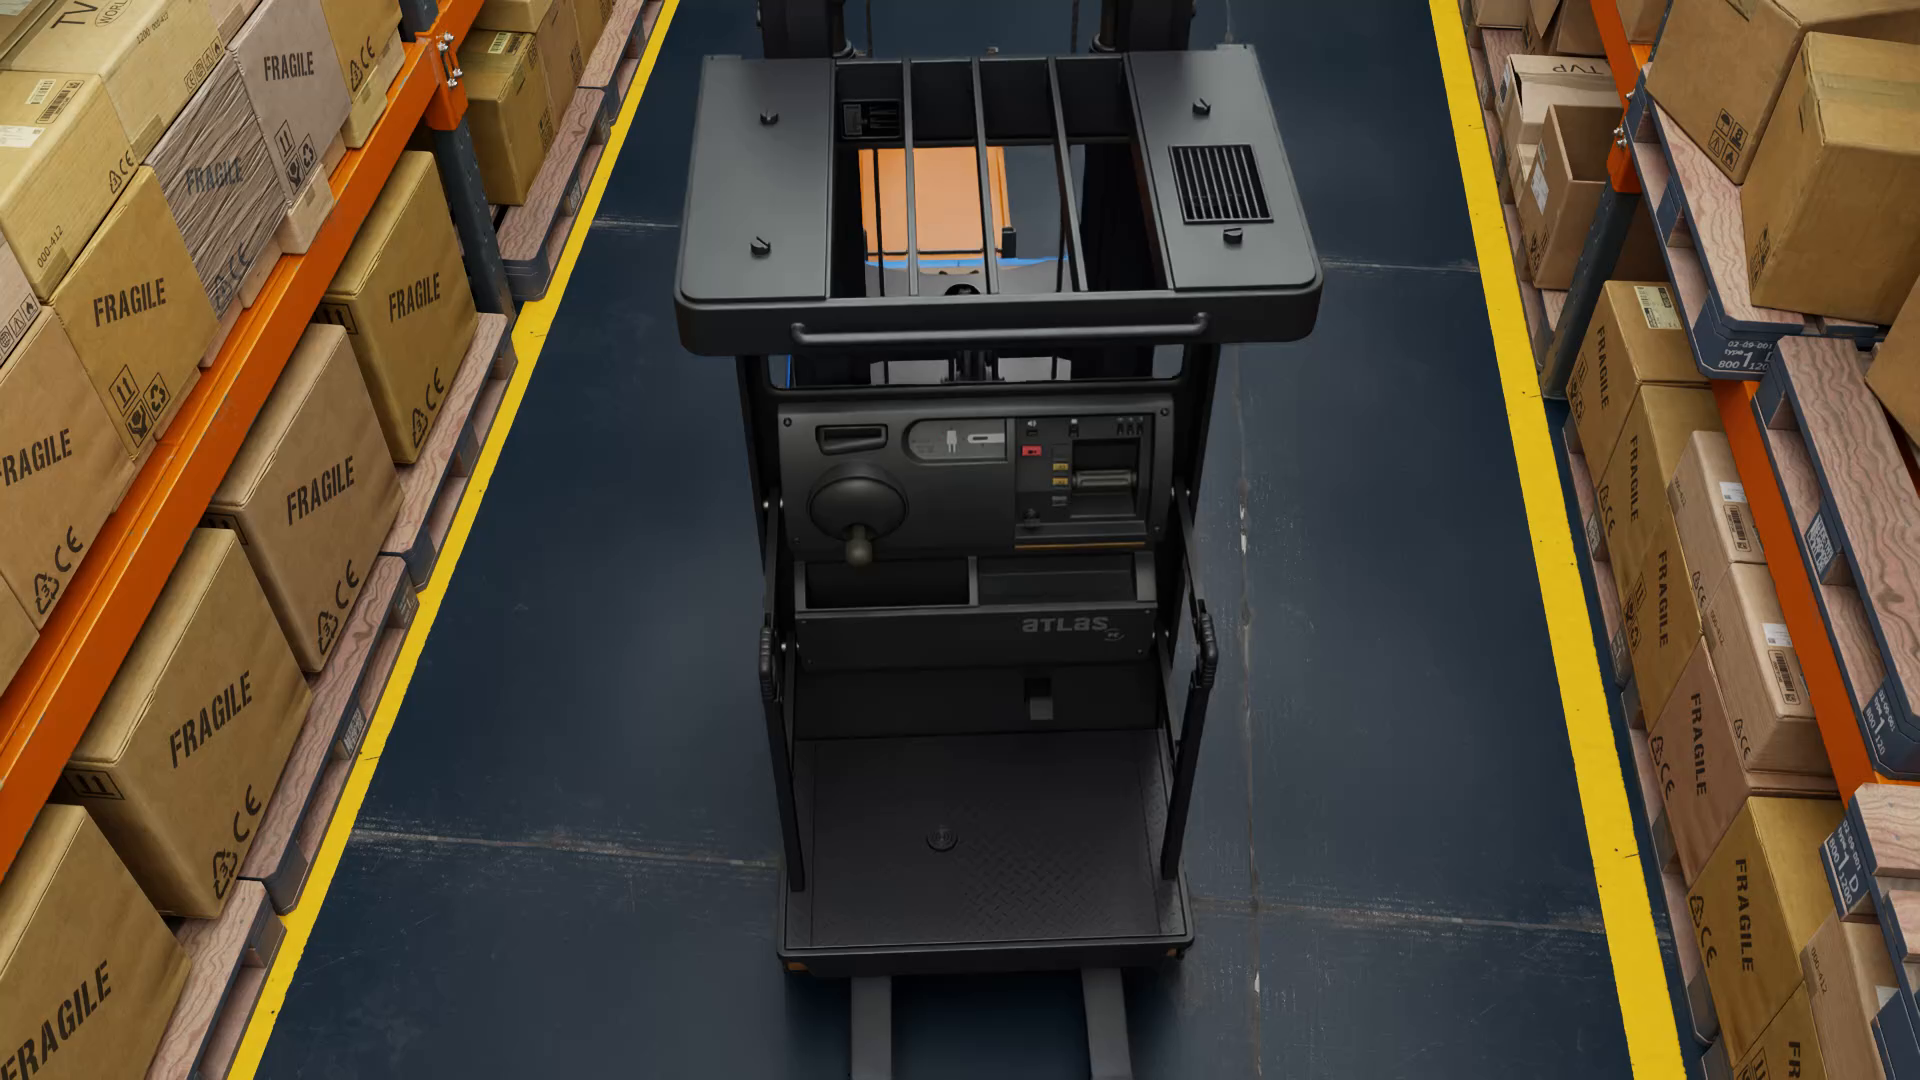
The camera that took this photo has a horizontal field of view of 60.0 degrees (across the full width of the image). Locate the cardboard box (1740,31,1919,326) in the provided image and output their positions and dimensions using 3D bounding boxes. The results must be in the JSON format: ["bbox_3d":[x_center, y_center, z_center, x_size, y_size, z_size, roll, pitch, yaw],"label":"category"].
[{"bbox_3d":[2.420,-0.880,4.170,0.700,0.500,0.500,11,48,10],"label":"cardboard box"}]

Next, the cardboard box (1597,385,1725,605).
[{"bbox_3d":[2.361,-0.120,5.223,0.500,0.500,0.500,4,48,4],"label":"cardboard box"}]

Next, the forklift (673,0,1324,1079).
[{"bbox_3d":[0.051,-0.042,3.802,1.130,2.935,3.031,-2,48,-2],"label":"forklift"}]

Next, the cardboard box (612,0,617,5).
[{"bbox_3d":[-1.938,-2.857,7.739,0.700,0.500,0.500,2,48,2],"label":"cardboard box"}]

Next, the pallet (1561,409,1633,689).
[{"bbox_3d":[2.649,-0.006,5.612,1.003,0.211,1.213,4,48,4],"label":"pallet"}]

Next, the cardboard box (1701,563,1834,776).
[{"bbox_3d":[2.263,0.337,4.296,0.500,0.250,0.500,3,48,3],"label":"cardboard box"}]

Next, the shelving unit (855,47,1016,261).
[{"bbox_3d":[-0.099,-0.944,5.852,0.538,1.125,1.048,-2,48,-2],"label":"shelving unit"}]

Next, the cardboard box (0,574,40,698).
[{"bbox_3d":[-2.256,0.197,3.254,0.500,0.500,0.500,5,48,5],"label":"cardboard box"}]

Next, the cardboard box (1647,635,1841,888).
[{"bbox_3d":[2.262,0.618,4.548,0.500,0.500,0.500,2,48,2],"label":"cardboard box"}]

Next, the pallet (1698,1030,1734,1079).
[{"bbox_3d":[2.427,1.787,3.972,1.003,0.211,1.213,4,48,4],"label":"pallet"}]

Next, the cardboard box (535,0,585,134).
[{"bbox_3d":[-2.028,-2.087,7.036,0.700,0.500,0.500,3,48,3],"label":"cardboard box"}]

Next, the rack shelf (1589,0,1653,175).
[{"bbox_3d":[2.868,-2.774,6.742,1.077,0.370,4.000,4,48,4],"label":"rack shelf"}]

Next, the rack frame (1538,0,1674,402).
[{"bbox_3d":[2.686,-1.547,5.132,1.000,3.000,0.127,4,48,4],"label":"rack frame"}]

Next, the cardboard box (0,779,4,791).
[{"bbox_3d":[-2.212,0.539,3.381,0.380,0.149,0.250,5,48,5],"label":"cardboard box"}]

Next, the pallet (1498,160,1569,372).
[{"bbox_3d":[2.749,-1.111,6.623,1.003,0.211,1.213,4,48,4],"label":"pallet"}]

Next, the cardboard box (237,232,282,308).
[{"bbox_3d":[-2.119,-0.784,4.591,0.380,0.149,0.250,4,48,4],"label":"cardboard box"}]

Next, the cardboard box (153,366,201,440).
[{"bbox_3d":[-2.192,-0.407,4.246,0.380,0.149,0.250,5,48,5],"label":"cardboard box"}]

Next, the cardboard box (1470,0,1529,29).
[{"bbox_3d":[2.627,-2.592,7.653,0.500,0.250,0.500,4,48,4],"label":"cardboard box"}]

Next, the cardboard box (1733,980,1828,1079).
[{"bbox_3d":[2.173,1.384,3.847,0.500,0.500,0.500,6,48,5],"label":"cardboard box"}]

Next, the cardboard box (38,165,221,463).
[{"bbox_3d":[-2.170,-0.551,3.938,0.500,0.500,0.500,5,48,5],"label":"cardboard box"}]

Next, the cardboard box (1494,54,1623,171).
[{"bbox_3d":[2.523,-1.777,6.867,0.500,0.311,0.500,4,48,4],"label":"cardboard box"}]

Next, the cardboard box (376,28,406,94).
[{"bbox_3d":[-1.997,-1.532,5.275,0.380,0.149,0.250,4,48,4],"label":"cardboard box"}]

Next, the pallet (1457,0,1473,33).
[{"bbox_3d":[2.972,-2.904,8.263,1.003,0.211,1.213,4,48,4],"label":"pallet"}]

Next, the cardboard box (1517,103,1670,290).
[{"bbox_3d":[2.455,-1.290,6.293,0.500,0.500,0.500,4,48,4],"label":"cardboard box"}]

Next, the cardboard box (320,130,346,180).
[{"bbox_3d":[-2.065,-1.158,4.933,0.380,0.149,0.250,5,48,5],"label":"cardboard box"}]

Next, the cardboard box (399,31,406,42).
[{"bbox_3d":[-2.289,-1.844,6.374,0.380,0.149,0.250,4,48,3],"label":"cardboard box"}]

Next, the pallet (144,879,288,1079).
[{"bbox_3d":[-2.465,1.429,4.300,1.003,0.211,1.213,4,48,4],"label":"pallet"}]

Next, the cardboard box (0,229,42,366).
[{"bbox_3d":[-2.224,-0.411,3.302,0.500,0.250,0.500,4,48,4],"label":"cardboard box"}]

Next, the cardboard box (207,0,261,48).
[{"bbox_3d":[-2.092,-1.536,4.331,0.500,0.250,0.500,5,48,4],"label":"cardboard box"}]

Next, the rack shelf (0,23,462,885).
[{"bbox_3d":[-2.430,-0.165,4.356,1.077,0.370,4.000,4,48,4],"label":"rack shelf"}]

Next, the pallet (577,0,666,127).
[{"bbox_3d":[-1.992,-2.389,7.792,1.003,0.211,1.213,4,48,4],"label":"pallet"}]

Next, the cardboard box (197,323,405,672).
[{"bbox_3d":[-2.256,-0.154,5.030,0.750,0.750,0.750,5,48,5],"label":"cardboard box"}]

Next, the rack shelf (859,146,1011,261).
[{"bbox_3d":[-0.099,-1.142,5.636,0.538,0.278,1.000,-2,48,-2],"label":"rack shelf"}]

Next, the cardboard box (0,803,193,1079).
[{"bbox_3d":[-2.415,1.114,3.871,0.750,0.750,0.750,3,48,3],"label":"cardboard box"}]

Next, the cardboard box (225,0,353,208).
[{"bbox_3d":[-2.075,-1.287,4.611,0.500,0.500,0.500,4,48,4],"label":"cardboard box"}]

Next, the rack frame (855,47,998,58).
[{"bbox_3d":[-0.119,-1.319,6.194,0.500,1.125,0.032,-2,48,-2],"label":"rack frame"}]

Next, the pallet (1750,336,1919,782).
[{"bbox_3d":[2.494,0.028,3.822,1.003,0.211,1.213,4,48,4],"label":"pallet"}]
